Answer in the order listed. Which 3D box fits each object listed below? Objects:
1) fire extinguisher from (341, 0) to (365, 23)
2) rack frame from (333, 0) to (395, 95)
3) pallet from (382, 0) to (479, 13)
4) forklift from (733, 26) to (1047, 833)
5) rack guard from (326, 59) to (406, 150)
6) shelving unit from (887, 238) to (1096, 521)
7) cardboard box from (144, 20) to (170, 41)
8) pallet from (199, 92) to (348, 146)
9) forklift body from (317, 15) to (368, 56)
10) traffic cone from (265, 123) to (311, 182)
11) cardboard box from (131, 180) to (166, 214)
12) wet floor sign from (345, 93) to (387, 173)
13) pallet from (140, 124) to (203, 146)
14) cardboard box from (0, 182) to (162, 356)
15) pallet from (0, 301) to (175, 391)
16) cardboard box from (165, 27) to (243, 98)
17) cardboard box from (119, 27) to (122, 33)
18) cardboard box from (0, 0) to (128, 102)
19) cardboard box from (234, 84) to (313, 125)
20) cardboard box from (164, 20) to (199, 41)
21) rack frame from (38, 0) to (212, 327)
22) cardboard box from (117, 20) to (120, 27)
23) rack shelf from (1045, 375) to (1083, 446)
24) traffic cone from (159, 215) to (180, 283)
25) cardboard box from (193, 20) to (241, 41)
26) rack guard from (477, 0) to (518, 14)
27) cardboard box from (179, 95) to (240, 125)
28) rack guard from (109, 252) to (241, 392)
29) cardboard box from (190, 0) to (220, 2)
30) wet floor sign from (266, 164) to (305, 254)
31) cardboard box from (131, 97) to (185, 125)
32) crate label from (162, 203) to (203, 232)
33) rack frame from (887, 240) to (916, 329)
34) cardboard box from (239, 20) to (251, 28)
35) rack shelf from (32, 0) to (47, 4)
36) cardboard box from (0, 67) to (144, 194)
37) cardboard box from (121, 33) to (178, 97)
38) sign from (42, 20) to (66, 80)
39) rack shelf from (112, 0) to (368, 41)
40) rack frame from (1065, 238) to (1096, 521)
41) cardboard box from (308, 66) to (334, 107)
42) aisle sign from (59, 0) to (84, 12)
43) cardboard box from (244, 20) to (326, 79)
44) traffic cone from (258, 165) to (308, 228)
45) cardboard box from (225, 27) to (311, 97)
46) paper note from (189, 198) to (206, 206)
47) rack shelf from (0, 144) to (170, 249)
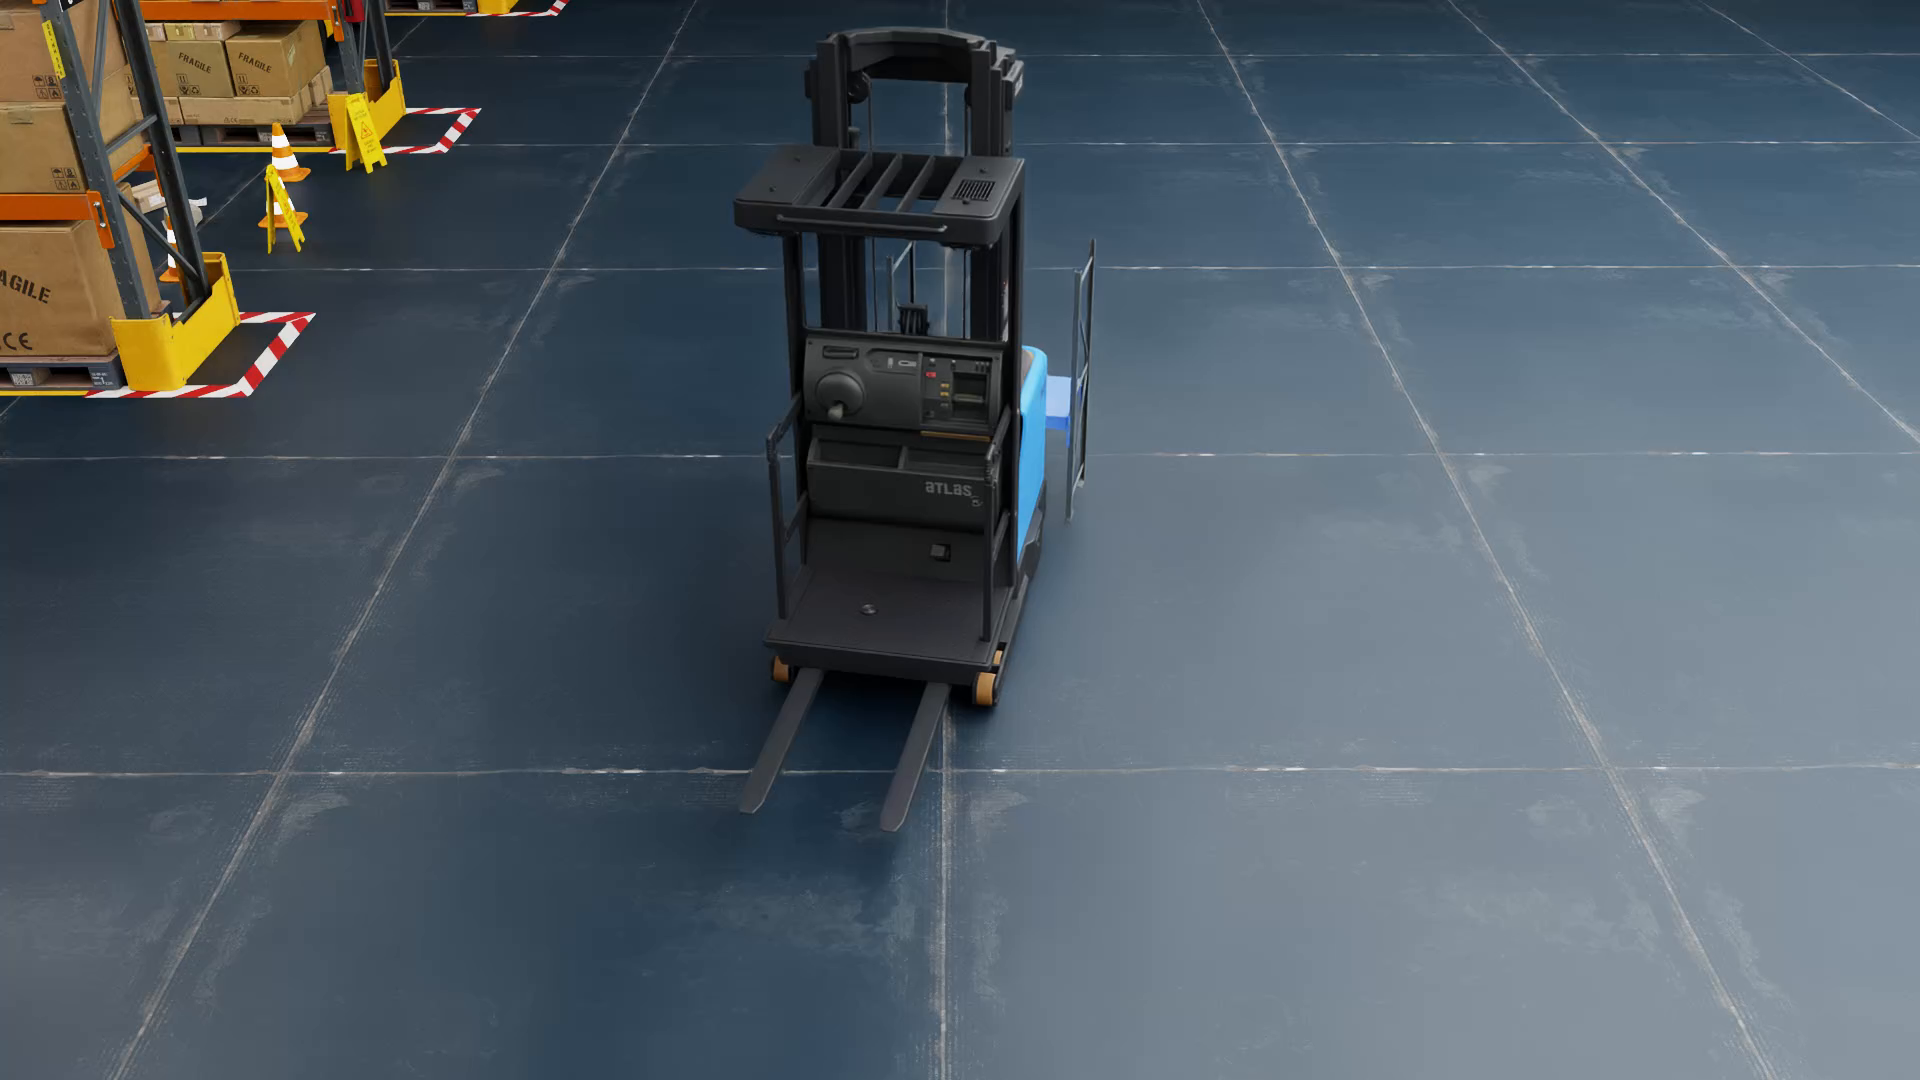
[{"bbox_3d":[-5.311,-4.851,14.429,0.183,0.674,0.296,0,31,0],"label":"fire extinguisher"},{"bbox_3d":[-5.429,-5.123,14.802,0.127,3.000,1.000,0,31,0],"label":"rack frame"},{"bbox_3d":[-6.227,-6.482,19.729,1.213,0.211,1.003,0,31,0],"label":"pallet"},{"bbox_3d":[-0.306,-0.665,7.521,1.130,2.935,3.031,6,32,9],"label":"forklift"},{"bbox_3d":[-5.505,-4.054,15.450,0.348,0.500,1.175,0,31,0],"label":"rack guard"},{"bbox_3d":[0.175,-0.938,9.351,1.048,1.500,0.538,7,32,11],"label":"shelving unit"},{"bbox_3d":[-7.110,-4.552,14.759,0.250,0.149,0.380,1,31,2],"label":"cardboard box"},{"bbox_3d":[-6.317,-3.946,15.551,1.213,0.211,1.003,0,31,0],"label":"pallet"},{"bbox_3d":[-7.347,-6.383,17.696,1.214,2.155,2.313,0,31,0],"label":"forklift body"},{"bbox_3d":[-5.851,-3.368,14.355,0.334,0.463,0.336,0,31,0],"label":"traffic cone"},{"bbox_3d":[-6.726,-2.852,13.808,0.250,0.149,0.380,16,35,25],"label":"cardboard box"},{"bbox_3d":[-5.232,-3.562,14.499,0.232,0.644,0.267,10,33,17],"label":"wet floor sign"},{"bbox_3d":[-7.534,-3.944,15.547,1.213,0.211,1.003,0,31,0],"label":"pallet"},{"bbox_3d":[-5.975,-1.791,10.953,0.875,0.875,0.875,0,31,0],"label":"cardboard box"},{"bbox_3d":[-6.097,-1.320,11.223,1.213,0.211,1.003,0,31,0],"label":"pallet"},{"bbox_3d":[-6.750,-4.307,14.979,0.500,0.500,0.500,1,31,2],"label":"cardboard box"},{"bbox_3d":[-7.783,-4.305,14.977,0.500,0.500,0.500,1,31,2],"label":"cardboard box"},{"bbox_3d":[-5.669,-3.100,10.283,0.550,0.550,0.875,0,31,0],"label":"cardboard box"},{"bbox_3d":[-6.259,-3.985,15.172,0.500,0.250,0.500,0,31,-1],"label":"cardboard box"},{"bbox_3d":[-6.846,-4.552,14.759,0.250,0.149,0.380,0,31,1],"label":"cardboard box"},{"bbox_3d":[-5.298,-2.556,10.571,0.127,3.000,1.000,0,31,0],"label":"rack frame"},{"bbox_3d":[-7.820,-4.581,15.431,0.500,0.500,0.500,1,31,2],"label":"cardboard box"},{"bbox_3d":[0.175,-0.785,9.444,1.000,0.185,0.538,7,32,11],"label":"rack shelf"},{"bbox_3d":[-5.837,-2.206,12.440,0.334,0.463,0.336,0,31,0],"label":"traffic cone"},{"bbox_3d":[-6.595,-4.551,14.757,0.250,0.149,0.380,1,31,1],"label":"cardboard box"},{"bbox_3d":[-5.438,-6.629,19.694,0.348,0.500,1.175,0,31,0],"label":"rack guard"},{"bbox_3d":[-6.753,-3.987,15.176,0.500,0.250,0.500,0,31,0],"label":"cardboard box"},{"bbox_3d":[-5.274,-1.487,11.219,0.348,0.500,1.175,0,31,0],"label":"rack guard"},{"bbox_3d":[-6.568,-4.839,14.576,0.250,0.149,0.380,0,31,1],"label":"cardboard box"},{"bbox_3d":[-5.281,-2.576,12.874,0.232,0.644,0.267,-5,32,-9],"label":"wet floor sign"},{"bbox_3d":[-7.277,-3.983,15.169,0.500,0.250,0.500,-1,31,-2],"label":"cardboard box"},{"bbox_3d":[-6.290,-2.619,13.435,0.298,0.136,0.250,-17,35,-26],"label":"crate label"},{"bbox_3d":[-0.320,-0.998,9.450,0.032,1.500,0.500,7,32,11],"label":"rack frame"},{"bbox_3d":[-6.783,-4.584,15.437,0.500,0.500,0.500,-1,31,-2],"label":"cardboard box"},{"bbox_3d":[-7.298,-3.524,9.969,4.000,0.370,1.077,0,31,0],"label":"rack shelf"},{"bbox_3d":[-5.668,-2.595,10.491,0.550,0.550,0.875,0,31,0],"label":"cardboard box"},{"bbox_3d":[-7.255,-4.309,14.983,0.500,0.500,0.500,-1,31,-1],"label":"cardboard box"},{"bbox_3d":[-5.308,-2.871,9.745,0.005,0.325,0.100,0,31,0],"label":"sign"},{"bbox_3d":[-7.428,-4.809,14.978,4.000,0.370,1.077,0,31,0],"label":"rack shelf"},{"bbox_3d":[0.670,-0.878,9.252,0.032,1.500,0.500,7,32,11],"label":"rack frame"},{"bbox_3d":[-6.237,-4.268,15.639,0.500,0.250,0.500,0,31,-1],"label":"cardboard box"},{"bbox_3d":[-5.225,-3.512,9.640,0.004,0.787,0.394,0,31,0],"label":"aisle sign"},{"bbox_3d":[-6.261,-4.588,15.443,0.500,0.500,0.500,-1,31,-2],"label":"cardboard box"},{"bbox_3d":[-5.504,-2.793,13.408,0.334,0.463,0.336,0,31,0],"label":"traffic cone"},{"bbox_3d":[-6.228,-4.310,14.985,0.500,0.500,0.500,0,31,0],"label":"cardboard box"},{"bbox_3d":[-6.362,-2.818,13.866,0.142,0.019,0.148,-11,33,-17],"label":"paper note"},{"bbox_3d":[-7.298,-2.242,10.747,4.000,0.370,1.077,0,31,0],"label":"rack shelf"}]
